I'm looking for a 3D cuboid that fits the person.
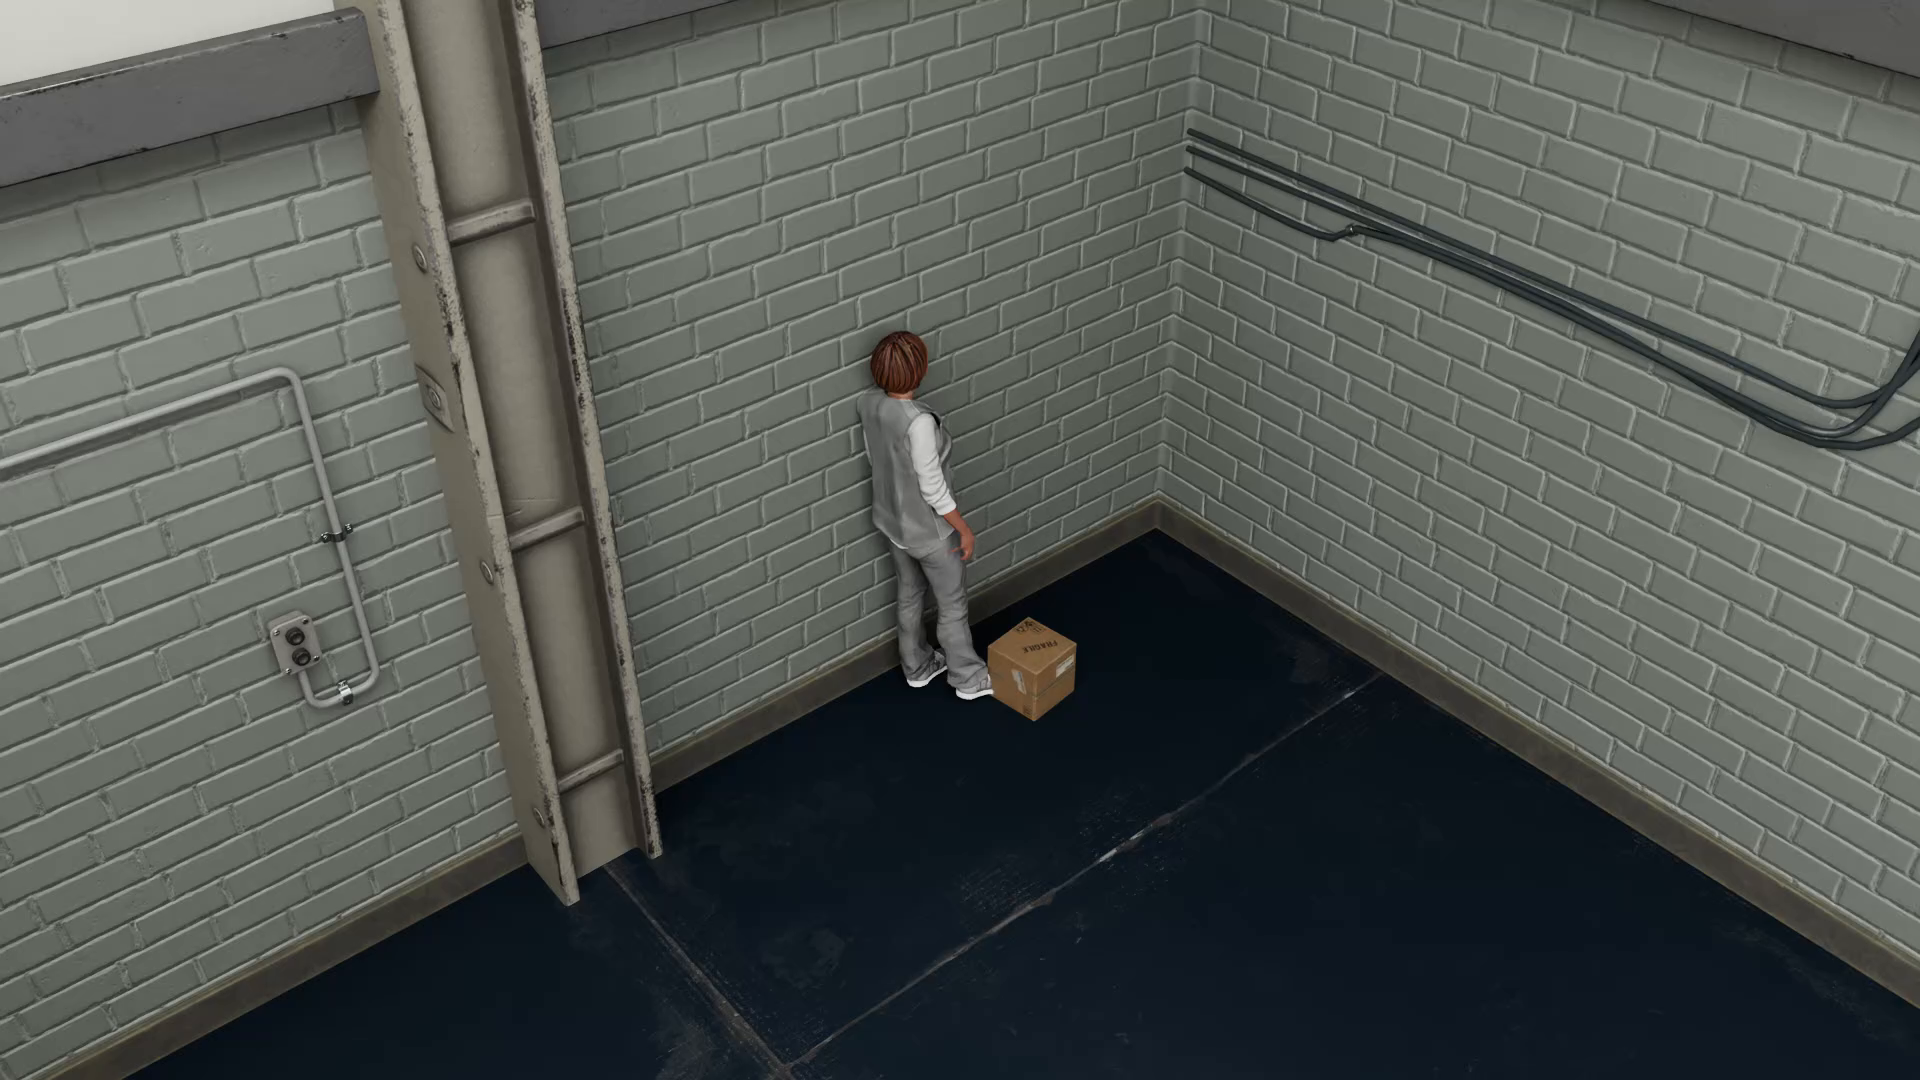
[{"bbox_3d":[-0.096,-0.094,6.267,0.474,1.598,0.519,-27,44,-31],"label":"person"}]
